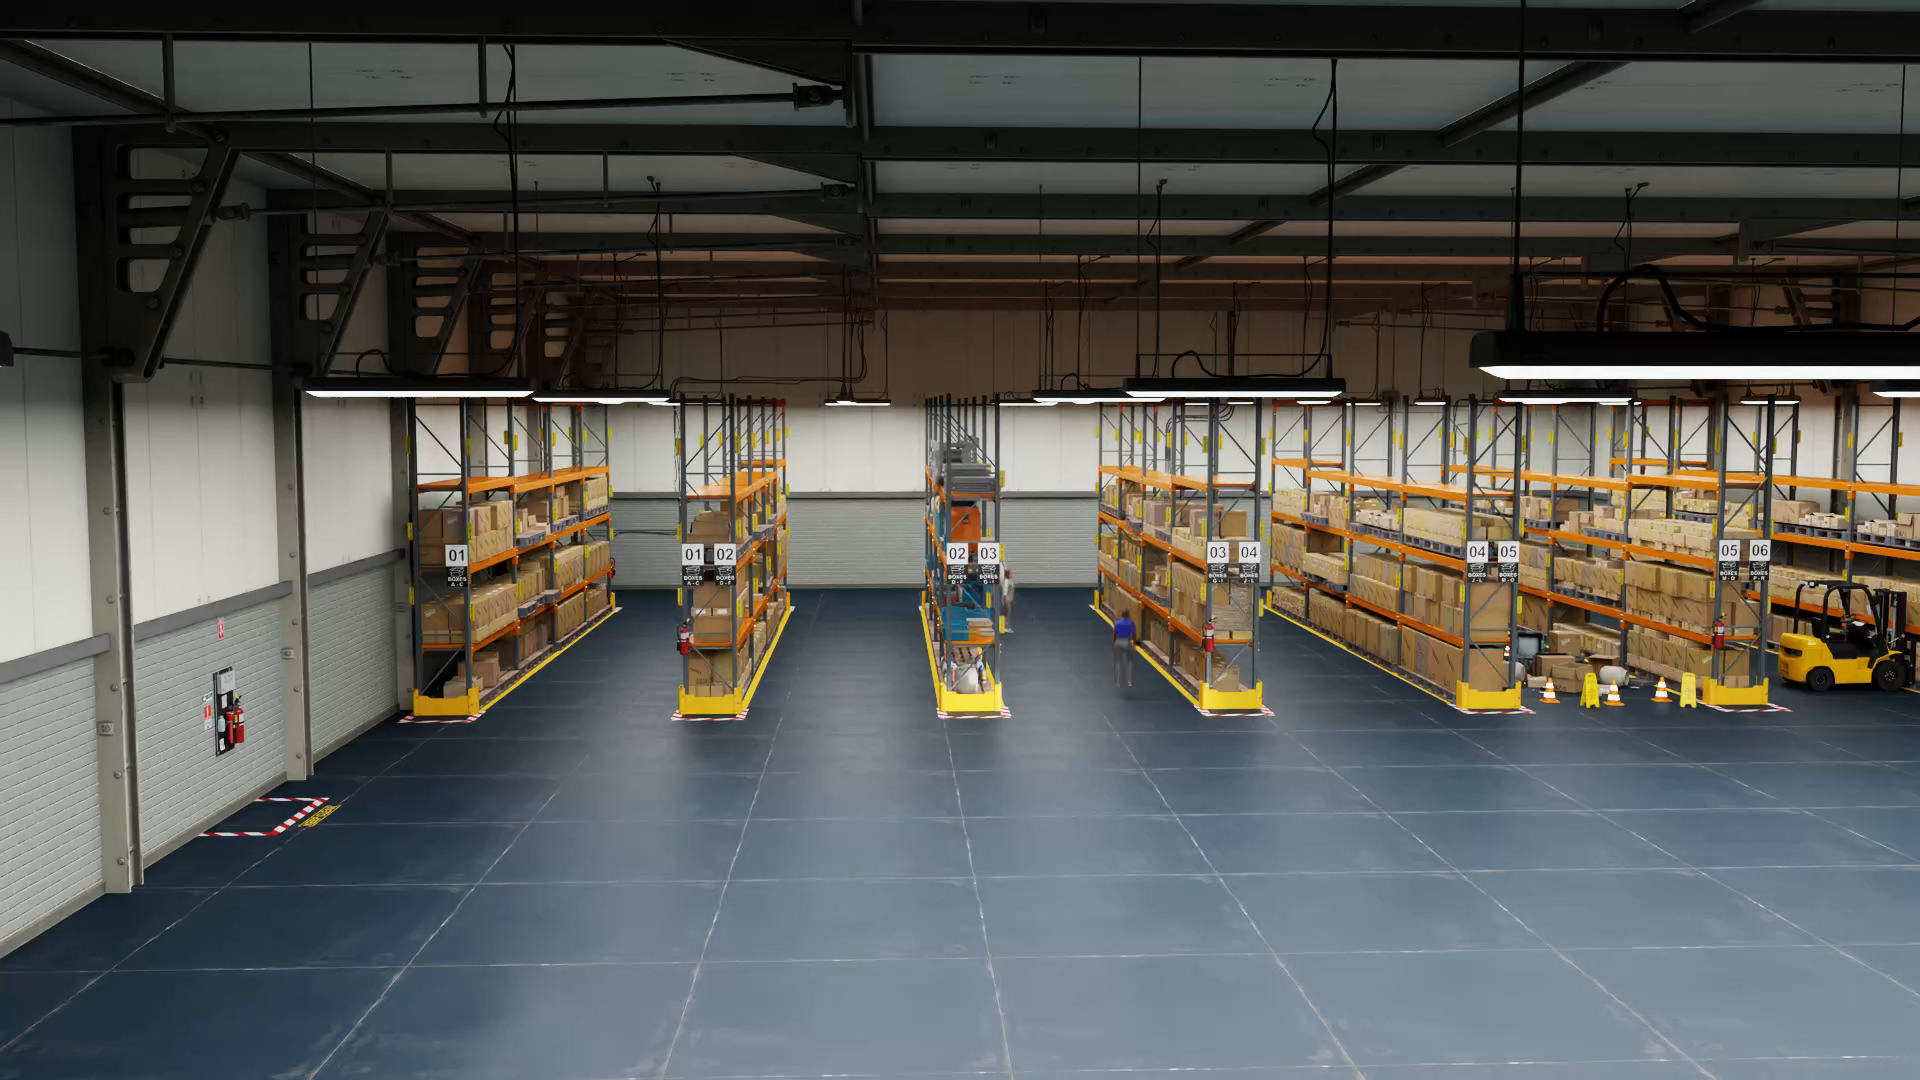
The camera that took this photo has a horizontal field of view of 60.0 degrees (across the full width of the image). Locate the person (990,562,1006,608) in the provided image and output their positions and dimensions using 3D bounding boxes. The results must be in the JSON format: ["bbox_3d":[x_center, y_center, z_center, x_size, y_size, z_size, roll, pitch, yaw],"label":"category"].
[{"bbox_3d":[1.101,1.150,47.368,0.547,1.628,0.917,-2,5,-22],"label":"person"}]

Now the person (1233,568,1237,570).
[{"bbox_3d":[7.867,1.022,48.386,0.727,1.738,0.555,-3,5,-33],"label":"person"}]

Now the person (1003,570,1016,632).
[{"bbox_3d":[1.234,1.563,42.701,0.364,1.624,0.485,1,5,13],"label":"person"}]

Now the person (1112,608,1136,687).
[{"bbox_3d":[3.353,2.221,34.123,0.528,1.707,0.536,2,5,26],"label":"person"}]
